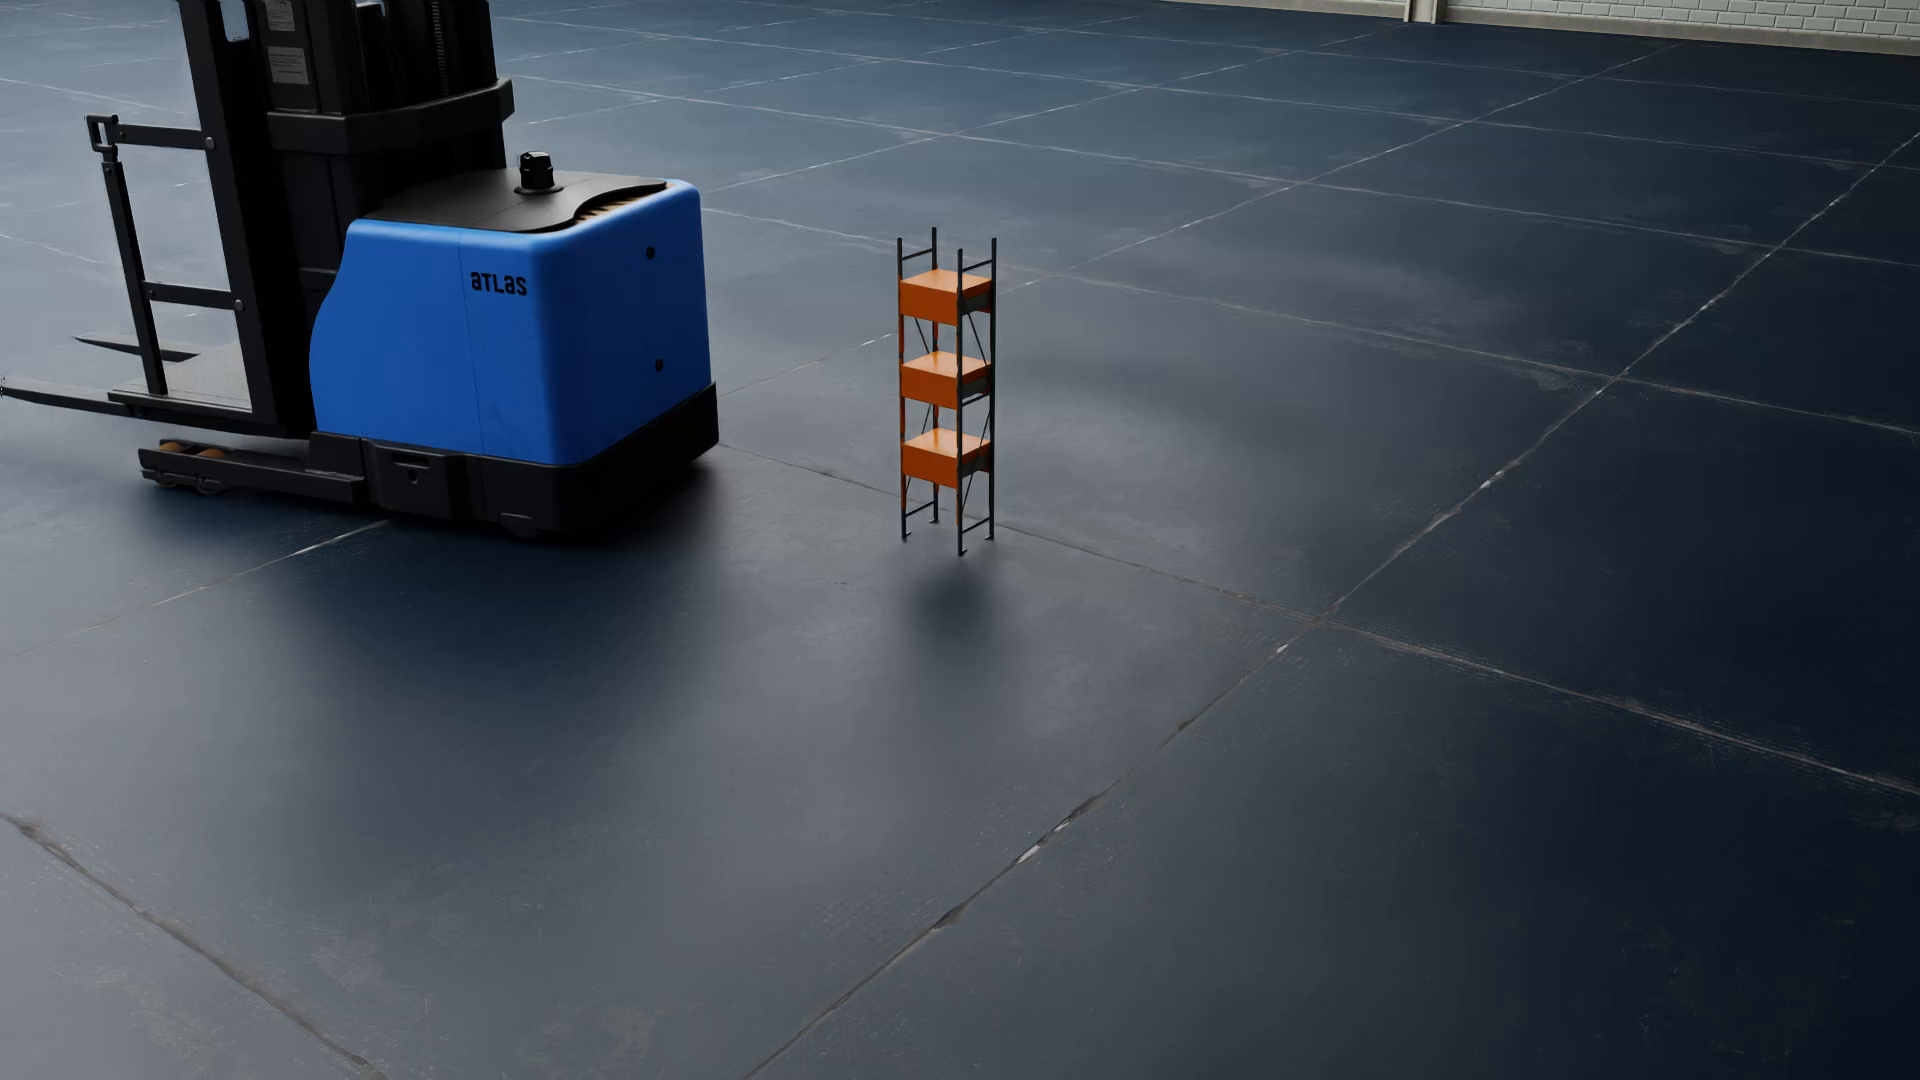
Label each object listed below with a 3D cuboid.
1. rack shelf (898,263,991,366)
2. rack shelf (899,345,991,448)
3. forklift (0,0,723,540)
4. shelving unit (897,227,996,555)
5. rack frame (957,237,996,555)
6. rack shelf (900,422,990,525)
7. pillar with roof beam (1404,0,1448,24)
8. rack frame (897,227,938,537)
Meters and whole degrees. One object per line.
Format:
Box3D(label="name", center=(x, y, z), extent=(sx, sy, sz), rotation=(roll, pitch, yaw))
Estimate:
Box3D(label="rack shelf", center=(-0.043, -0.743, 5.458), extent=(0.240, 0.259, 0.215), rotation=(17, 29, 33))
Box3D(label="rack shelf", center=(-0.043, -0.484, 5.572), extent=(0.240, 0.259, 0.215), rotation=(17, 29, 33))
Box3D(label="forklift", center=(-2.489, -1.694, 5.960), extent=(3.031, 2.935, 1.130), rotation=(9, 25, 19))
Box3D(label="shelving unit", center=(-0.043, -0.493, 5.568), extent=(0.252, 1.050, 0.215), rotation=(17, 29, 33))
Box3D(label="rack frame", center=(0.055, -0.464, 5.501), extent=(0.008, 1.050, 0.200), rotation=(17, 29, 33))
Box3D(label="rack shelf", center=(-0.043, -0.229, 5.684), extent=(0.240, 0.259, 0.215), rotation=(17, 29, 33))
Box3D(label="pillar with roof beam", center=(2.921, -8.876, 14.734), extent=(0.400, 9.000, 9.100), rotation=(17, 29, 33))
Box3D(label="rack frame", center=(-0.140, -0.523, 5.635), extent=(0.008, 1.050, 0.200), rotation=(17, 29, 33))
